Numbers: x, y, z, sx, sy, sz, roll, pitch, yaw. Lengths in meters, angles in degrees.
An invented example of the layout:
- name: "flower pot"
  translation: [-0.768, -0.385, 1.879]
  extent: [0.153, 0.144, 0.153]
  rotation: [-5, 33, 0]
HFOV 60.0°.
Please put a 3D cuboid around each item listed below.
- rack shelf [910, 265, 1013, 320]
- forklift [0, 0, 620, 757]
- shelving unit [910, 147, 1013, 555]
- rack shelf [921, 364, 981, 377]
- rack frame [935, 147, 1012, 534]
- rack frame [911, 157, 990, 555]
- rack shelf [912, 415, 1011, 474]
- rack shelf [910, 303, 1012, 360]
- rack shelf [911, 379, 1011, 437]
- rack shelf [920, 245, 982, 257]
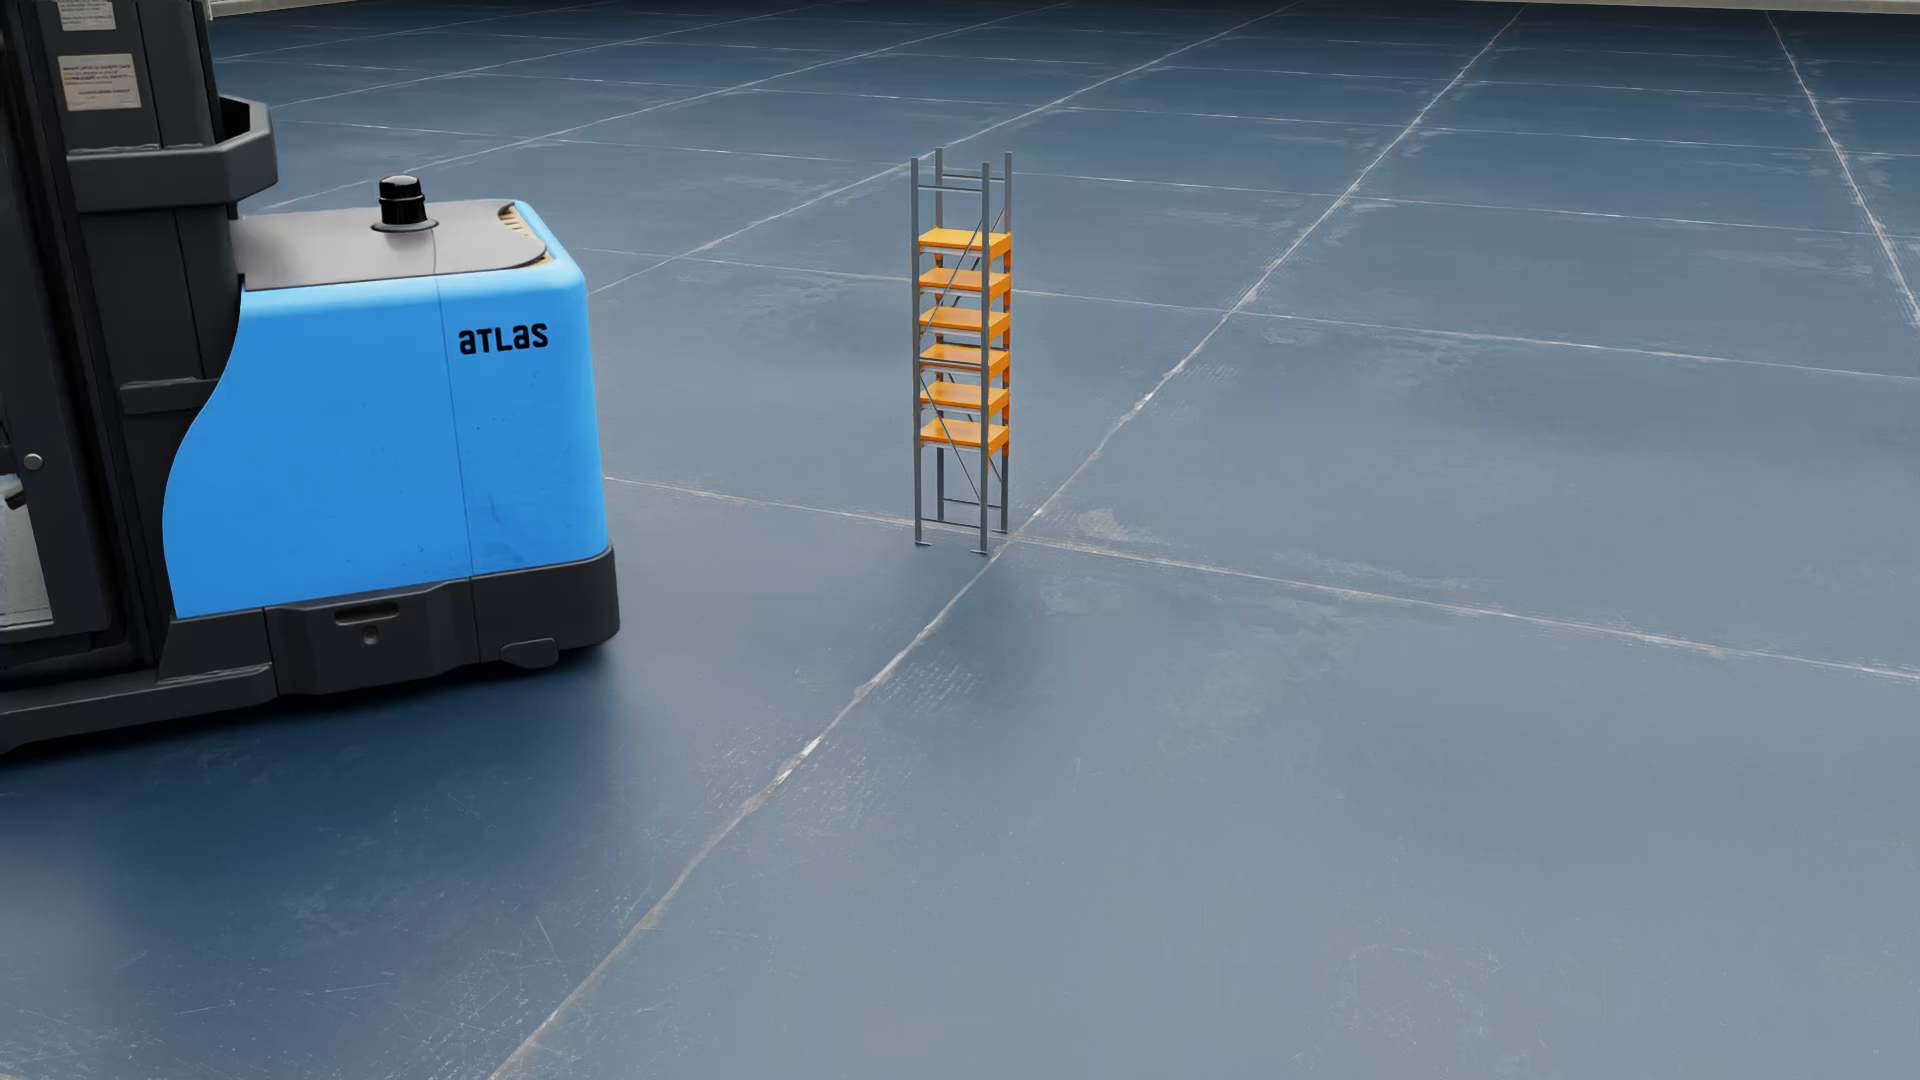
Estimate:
- name: "rack shelf"
  translation: [0.005, -0.739, 4.956]
  extent: [0.258, 0.103, 0.180]
  rotation: [9, 24, 20]
- name: "forklift"
  translation: [-2.487, -0.953, 3.844]
  extent: [3.031, 2.843, 1.129]
  rotation: [-9, 24, -20]
- name: "shelving unit"
  translation: [0.005, -0.559, 5.031]
  extent: [0.258, 1.200, 0.189]
  rotation: [9, 24, 20]
- name: "rack shelf"
  translation: [0.005, -0.536, 5.041]
  extent: [0.199, 0.020, 0.166]
  rotation: [9, 24, 20]
- name: "rack frame"
  translation: [0.039, -0.592, 5.110]
  extent: [0.240, 1.200, 0.006]
  rotation: [9, 24, 20]
- name: "rack frame"
  translation: [-0.029, -0.526, 4.953]
  extent: [0.240, 1.200, 0.006]
  rotation: [9, 24, 20]
- name: "rack shelf"
  translation: [0.005, -0.296, 5.141]
  extent: [0.258, 0.103, 0.180]
  rotation: [9, 24, 20]
- name: "rack shelf"
  translation: [0.005, -0.629, 5.002]
  extent: [0.258, 0.103, 0.180]
  rotation: [9, 24, 20]
- name: "rack shelf"
  translation: [0.005, -0.407, 5.095]
  extent: [0.258, 0.103, 0.180]
  rotation: [9, 24, 20]
- name: "rack shelf"
  translation: [0.005, -0.868, 4.902]
  extent: [0.199, 0.020, 0.166]
  rotation: [9, 24, 20]
